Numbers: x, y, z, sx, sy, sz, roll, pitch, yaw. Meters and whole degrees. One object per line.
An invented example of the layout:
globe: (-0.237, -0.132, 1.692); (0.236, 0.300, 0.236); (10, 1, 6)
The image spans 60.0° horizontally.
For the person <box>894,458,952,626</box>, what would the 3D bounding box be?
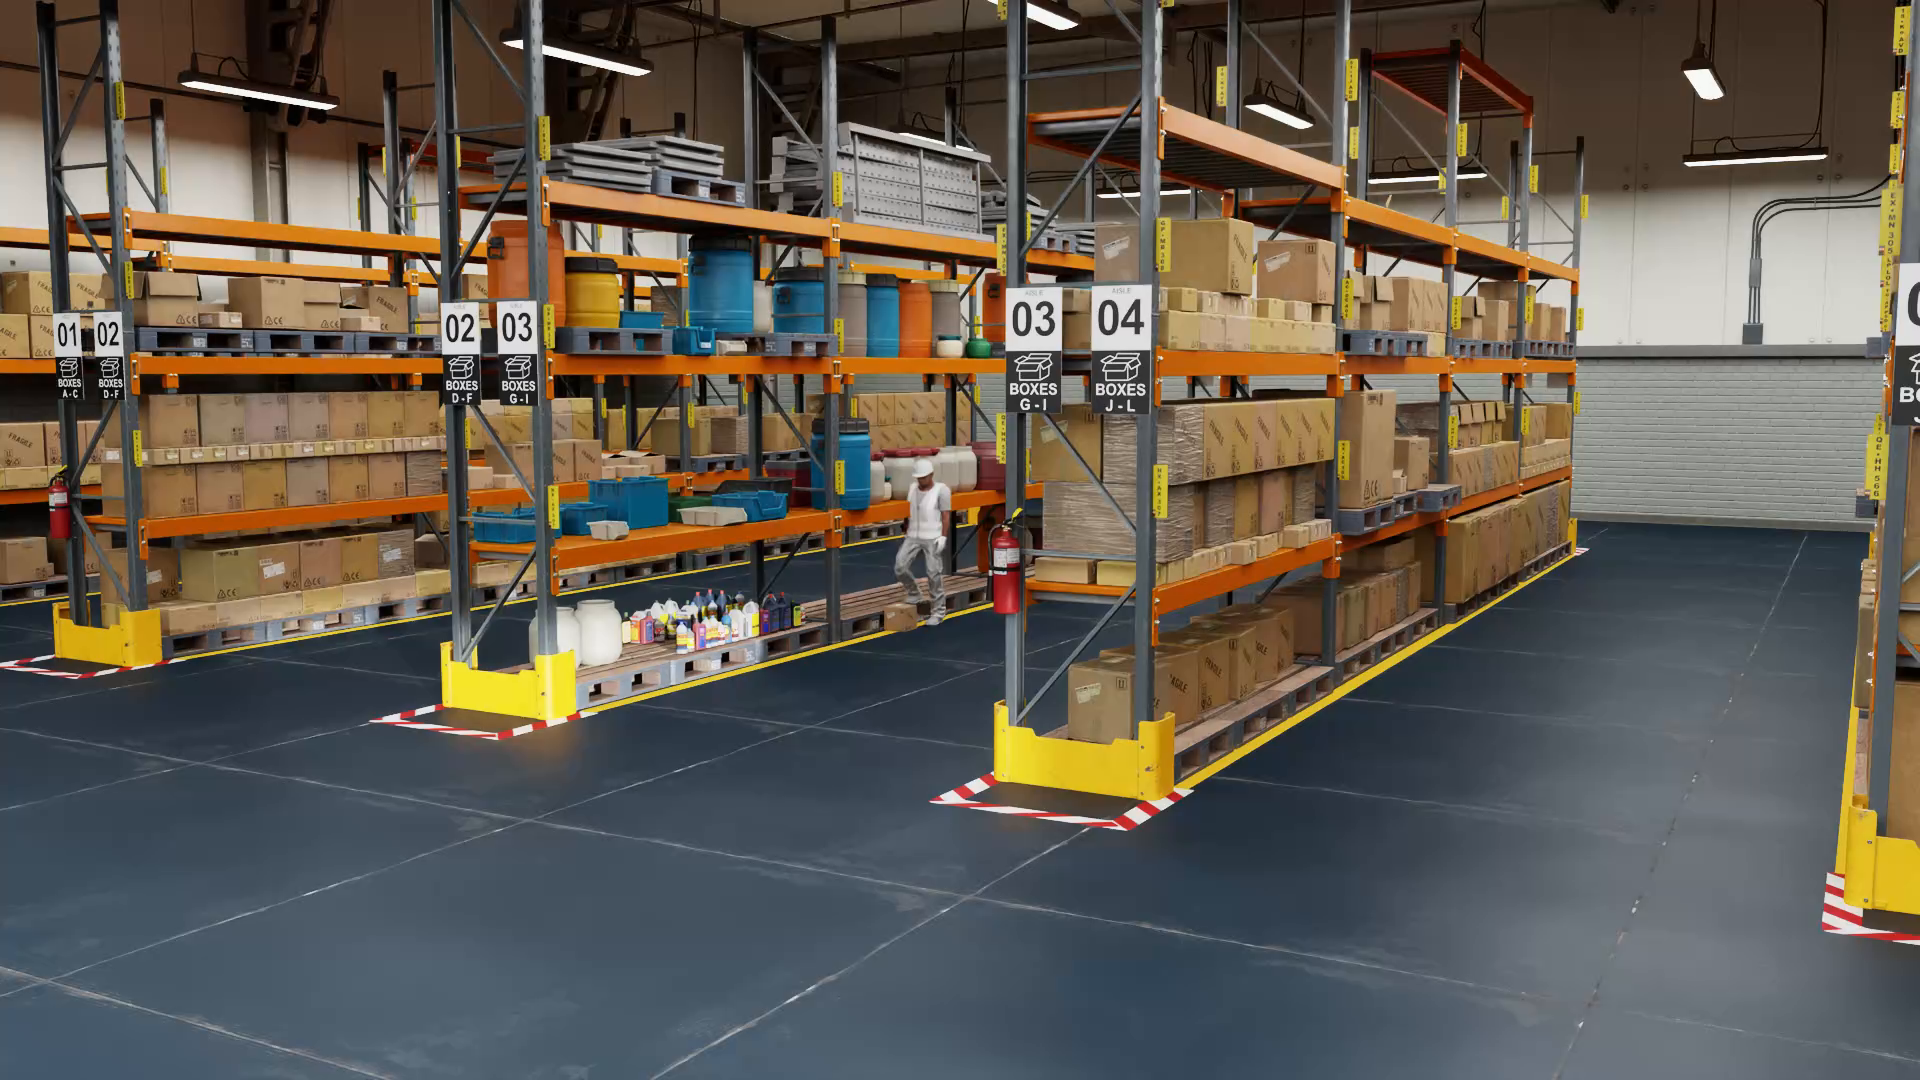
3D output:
person: (-0.384, 0.018, 17.501); (0.559, 1.759, 0.506); (3, 7, 30)
